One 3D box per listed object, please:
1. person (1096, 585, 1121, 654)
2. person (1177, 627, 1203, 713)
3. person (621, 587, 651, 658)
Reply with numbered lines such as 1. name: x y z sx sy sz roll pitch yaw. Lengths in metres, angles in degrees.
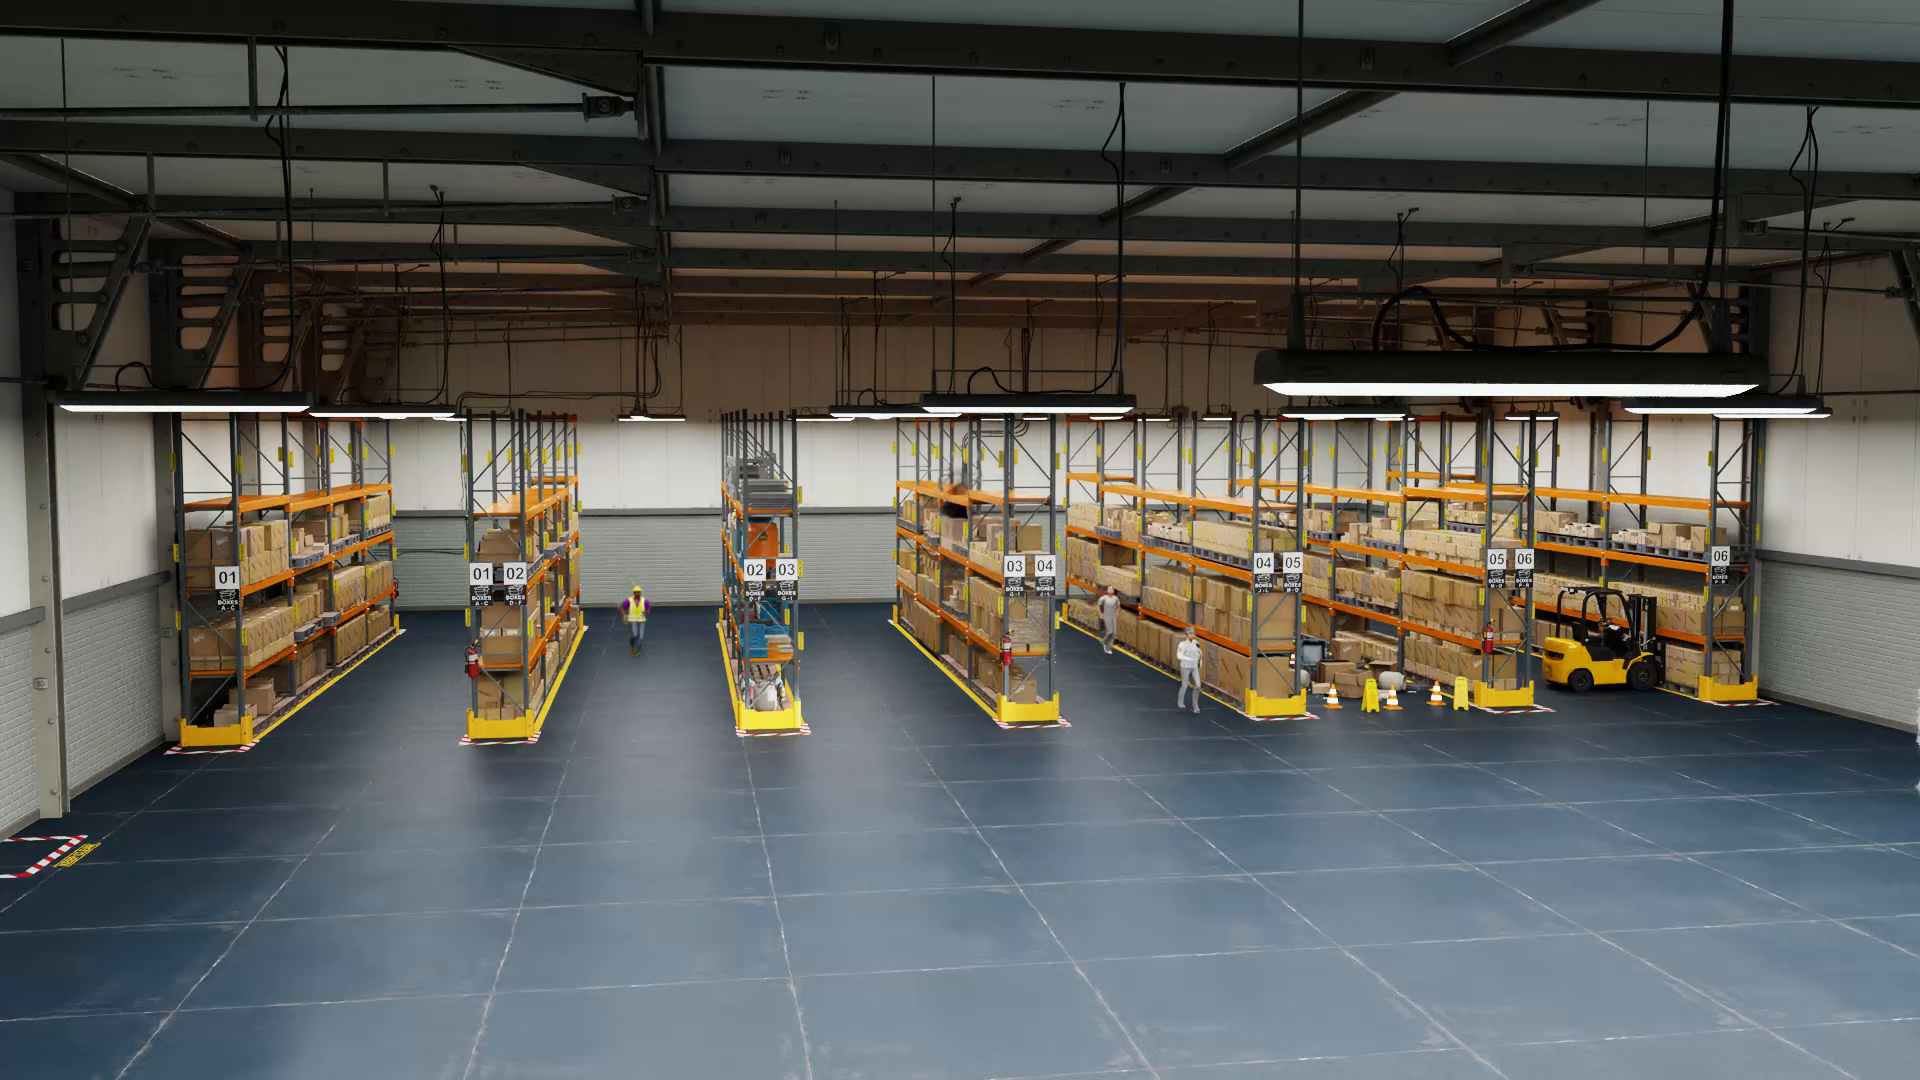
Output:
1. person: 3.551 1.877 39.283 0.559 1.641 0.515 -1 4 -17
2. person: 4.582 2.596 33.081 0.632 1.752 0.721 -1 4 -19
3. person: -7.883 2.007 40.608 0.675 1.741 0.672 -2 4 -22
